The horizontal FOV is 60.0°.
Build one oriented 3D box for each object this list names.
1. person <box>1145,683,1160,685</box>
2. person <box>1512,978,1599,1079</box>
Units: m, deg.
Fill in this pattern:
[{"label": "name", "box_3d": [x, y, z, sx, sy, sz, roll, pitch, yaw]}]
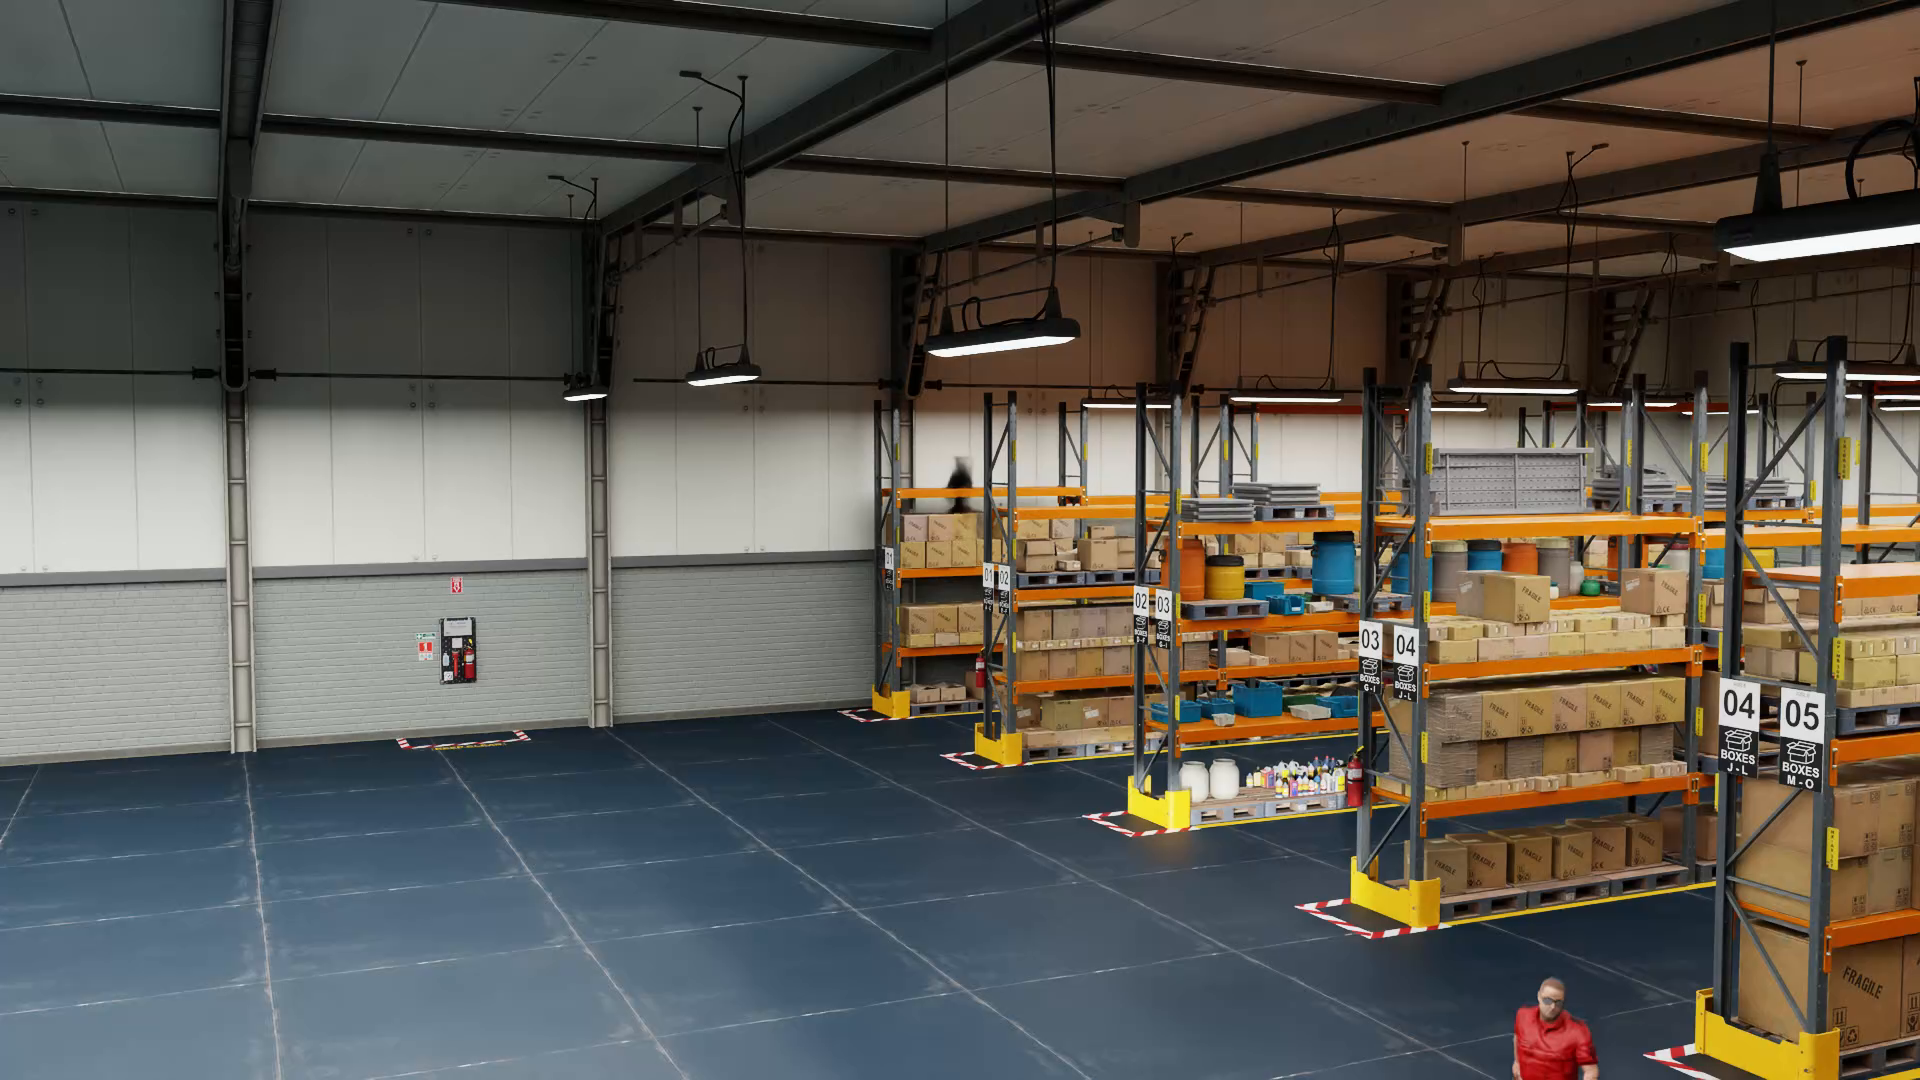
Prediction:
[{"label": "person", "box_3d": [3.384, 2.578, 30.259, 0.911, 1.626, 0.733, -1, 3, -18]}, {"label": "person", "box_3d": [3.864, 3.695, 10.908, 0.642, 1.659, 0.836, 2, 4, 31]}]
